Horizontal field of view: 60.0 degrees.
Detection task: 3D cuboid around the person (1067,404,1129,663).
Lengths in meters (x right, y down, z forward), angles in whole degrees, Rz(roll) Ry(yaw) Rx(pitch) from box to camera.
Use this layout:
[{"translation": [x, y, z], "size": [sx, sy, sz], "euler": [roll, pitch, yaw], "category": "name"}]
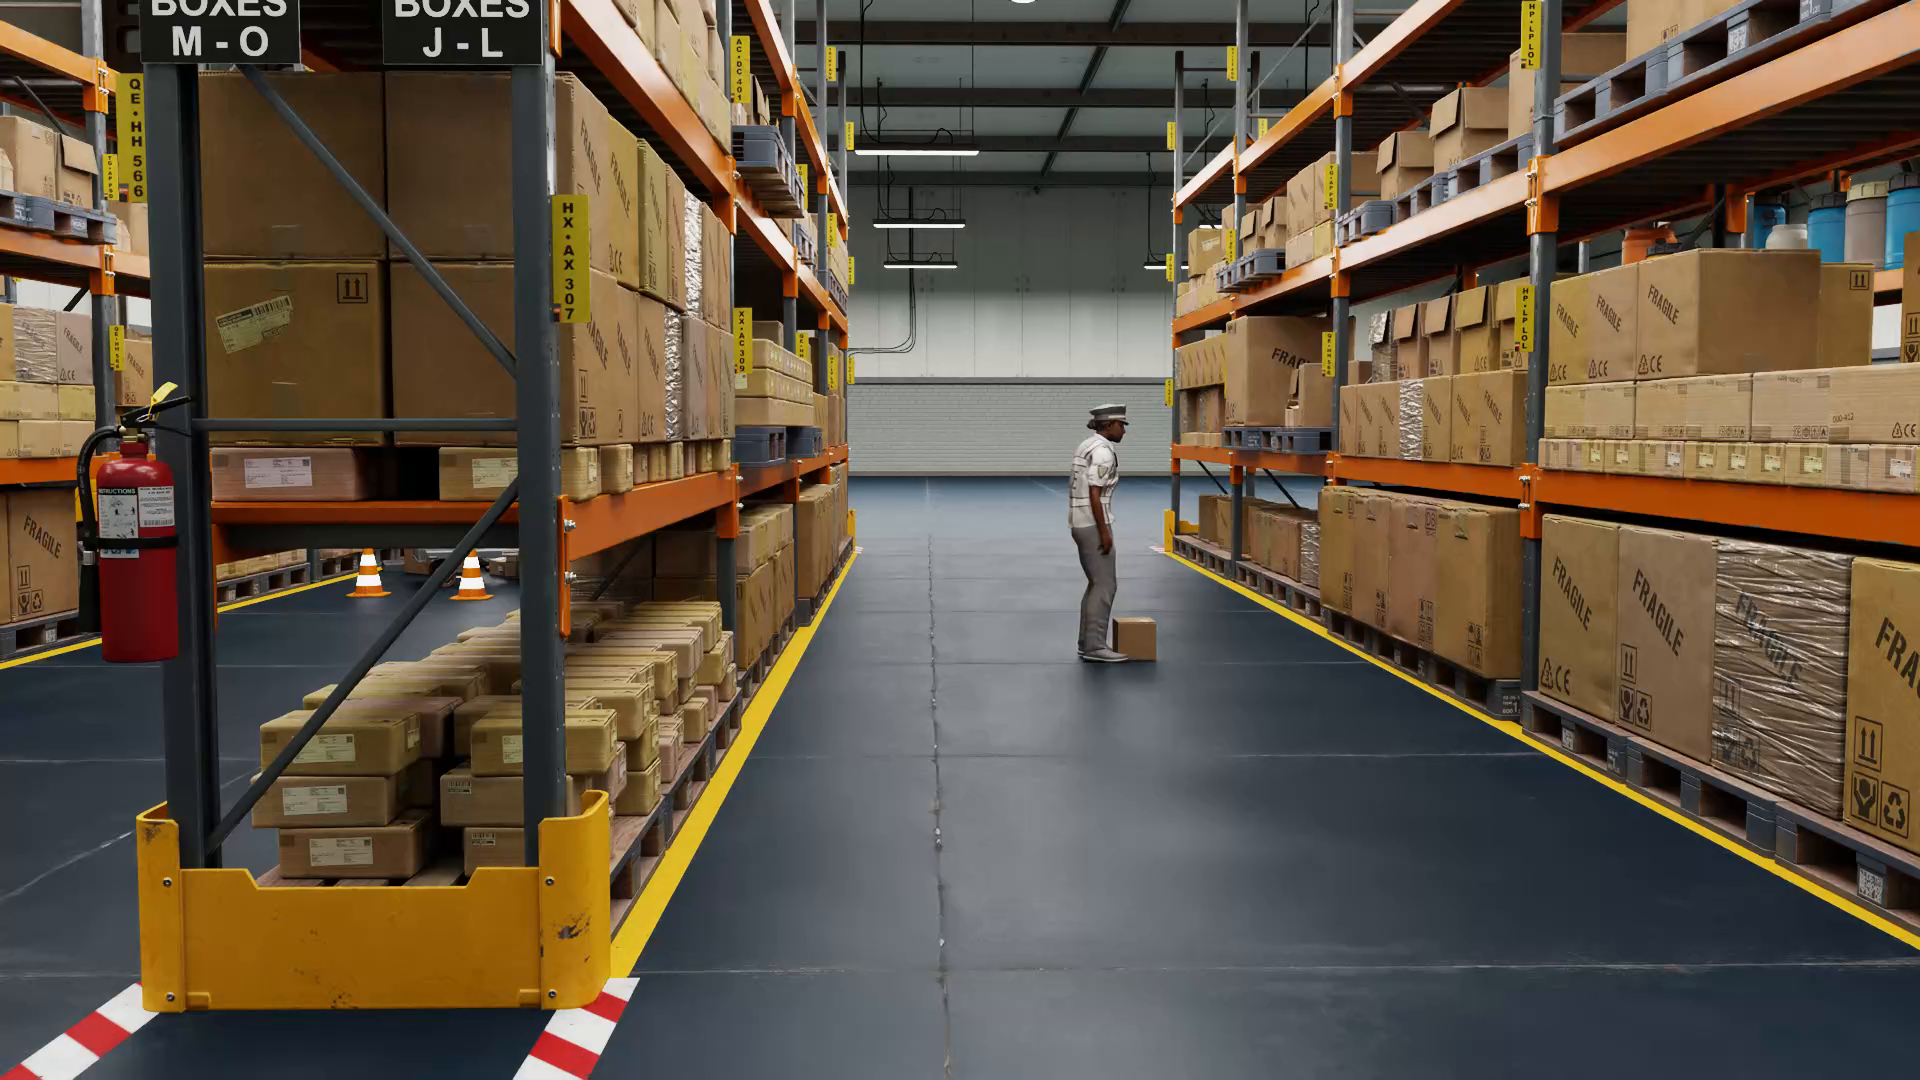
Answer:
[{"translation": [0.901, -0.053, 10.809], "size": [0.396, 1.657, 0.503], "euler": [0, 4, -2], "category": "person"}]
